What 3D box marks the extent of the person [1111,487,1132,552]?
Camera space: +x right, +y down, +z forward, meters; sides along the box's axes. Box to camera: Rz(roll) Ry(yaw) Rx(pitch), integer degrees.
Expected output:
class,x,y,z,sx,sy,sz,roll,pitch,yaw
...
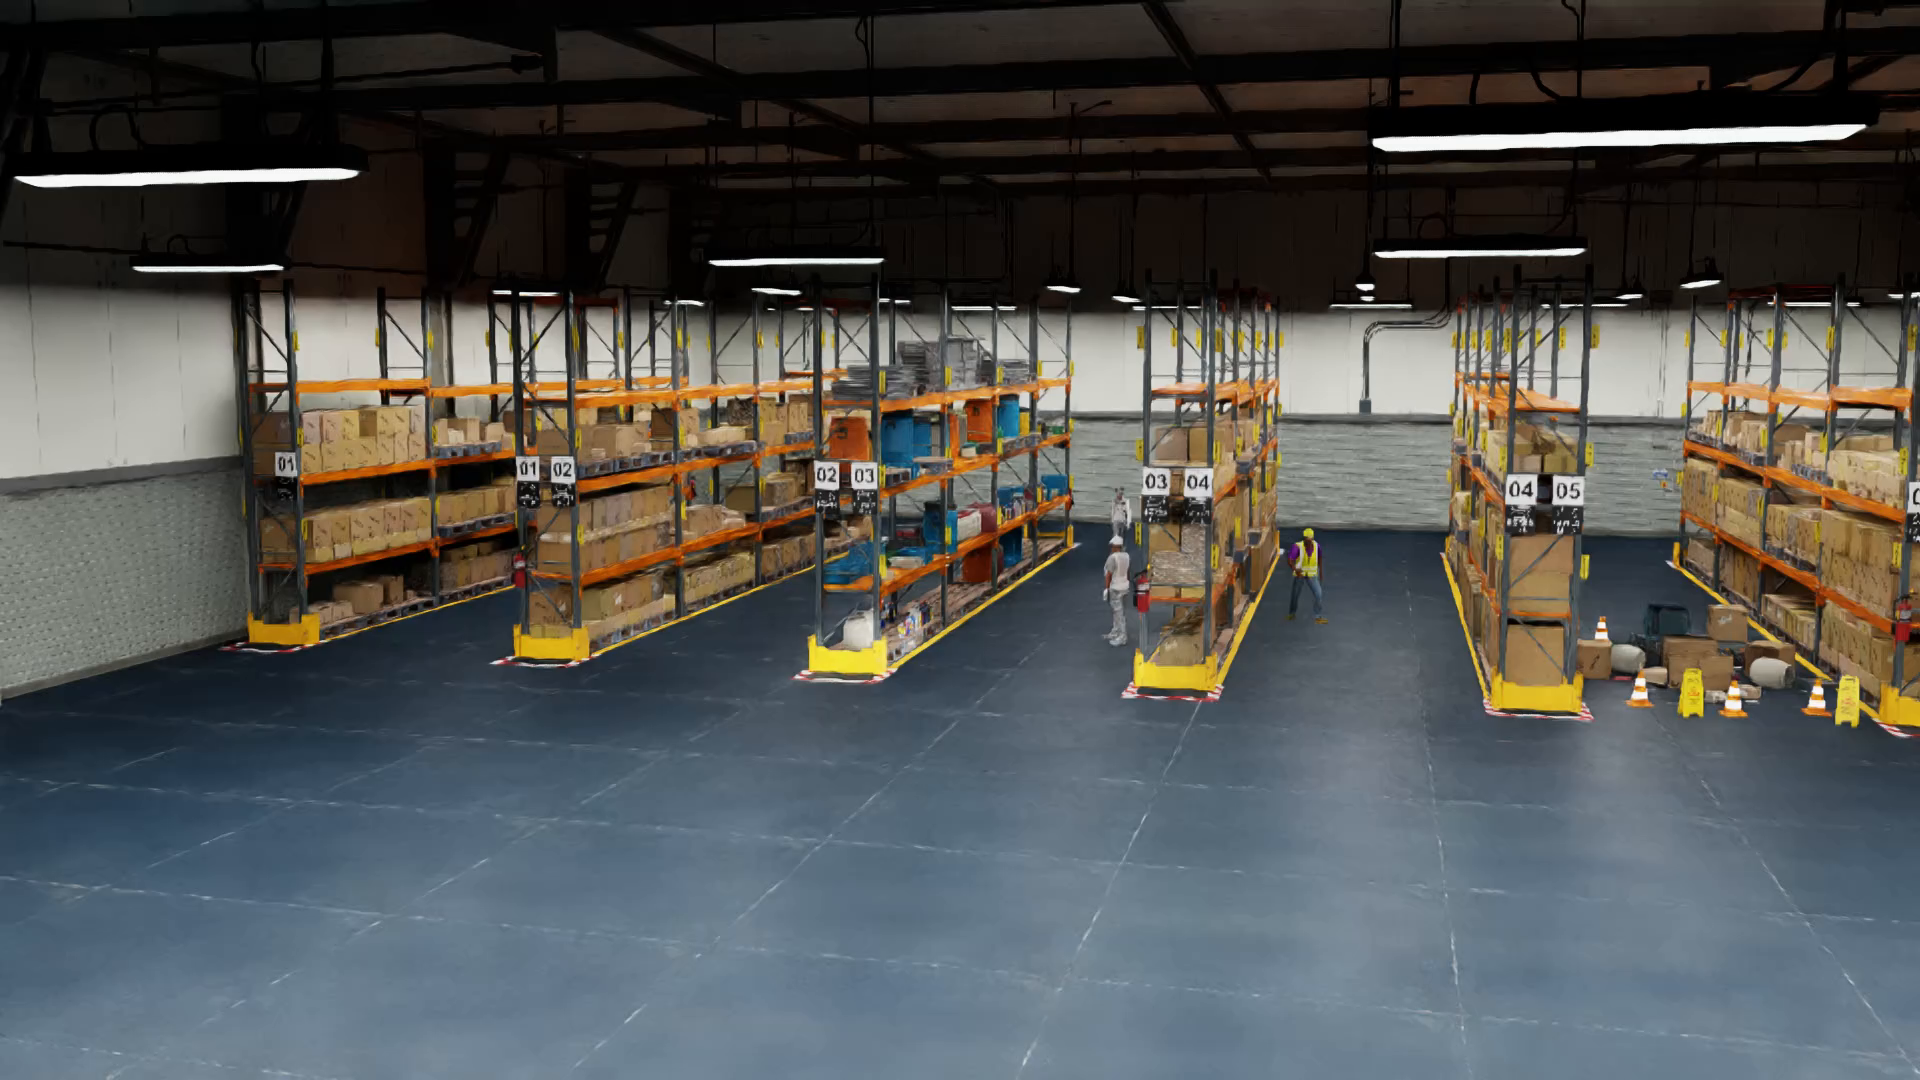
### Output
class,x,y,z,sx,sy,sz,roll,pitch,yaw
person,3.743,-0.442,38.641,0.500,1.625,0.998,2,7,13

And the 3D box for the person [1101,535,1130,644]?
class,x,y,z,sx,sy,sz,roll,pitch,yaw
person,2.576,0.805,27.569,0.595,1.783,0.682,4,8,32

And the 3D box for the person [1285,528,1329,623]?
class,x,y,z,sx,sy,sz,roll,pitch,yaw
person,6.148,0.612,29.586,0.710,1.703,0.832,0,7,-2
